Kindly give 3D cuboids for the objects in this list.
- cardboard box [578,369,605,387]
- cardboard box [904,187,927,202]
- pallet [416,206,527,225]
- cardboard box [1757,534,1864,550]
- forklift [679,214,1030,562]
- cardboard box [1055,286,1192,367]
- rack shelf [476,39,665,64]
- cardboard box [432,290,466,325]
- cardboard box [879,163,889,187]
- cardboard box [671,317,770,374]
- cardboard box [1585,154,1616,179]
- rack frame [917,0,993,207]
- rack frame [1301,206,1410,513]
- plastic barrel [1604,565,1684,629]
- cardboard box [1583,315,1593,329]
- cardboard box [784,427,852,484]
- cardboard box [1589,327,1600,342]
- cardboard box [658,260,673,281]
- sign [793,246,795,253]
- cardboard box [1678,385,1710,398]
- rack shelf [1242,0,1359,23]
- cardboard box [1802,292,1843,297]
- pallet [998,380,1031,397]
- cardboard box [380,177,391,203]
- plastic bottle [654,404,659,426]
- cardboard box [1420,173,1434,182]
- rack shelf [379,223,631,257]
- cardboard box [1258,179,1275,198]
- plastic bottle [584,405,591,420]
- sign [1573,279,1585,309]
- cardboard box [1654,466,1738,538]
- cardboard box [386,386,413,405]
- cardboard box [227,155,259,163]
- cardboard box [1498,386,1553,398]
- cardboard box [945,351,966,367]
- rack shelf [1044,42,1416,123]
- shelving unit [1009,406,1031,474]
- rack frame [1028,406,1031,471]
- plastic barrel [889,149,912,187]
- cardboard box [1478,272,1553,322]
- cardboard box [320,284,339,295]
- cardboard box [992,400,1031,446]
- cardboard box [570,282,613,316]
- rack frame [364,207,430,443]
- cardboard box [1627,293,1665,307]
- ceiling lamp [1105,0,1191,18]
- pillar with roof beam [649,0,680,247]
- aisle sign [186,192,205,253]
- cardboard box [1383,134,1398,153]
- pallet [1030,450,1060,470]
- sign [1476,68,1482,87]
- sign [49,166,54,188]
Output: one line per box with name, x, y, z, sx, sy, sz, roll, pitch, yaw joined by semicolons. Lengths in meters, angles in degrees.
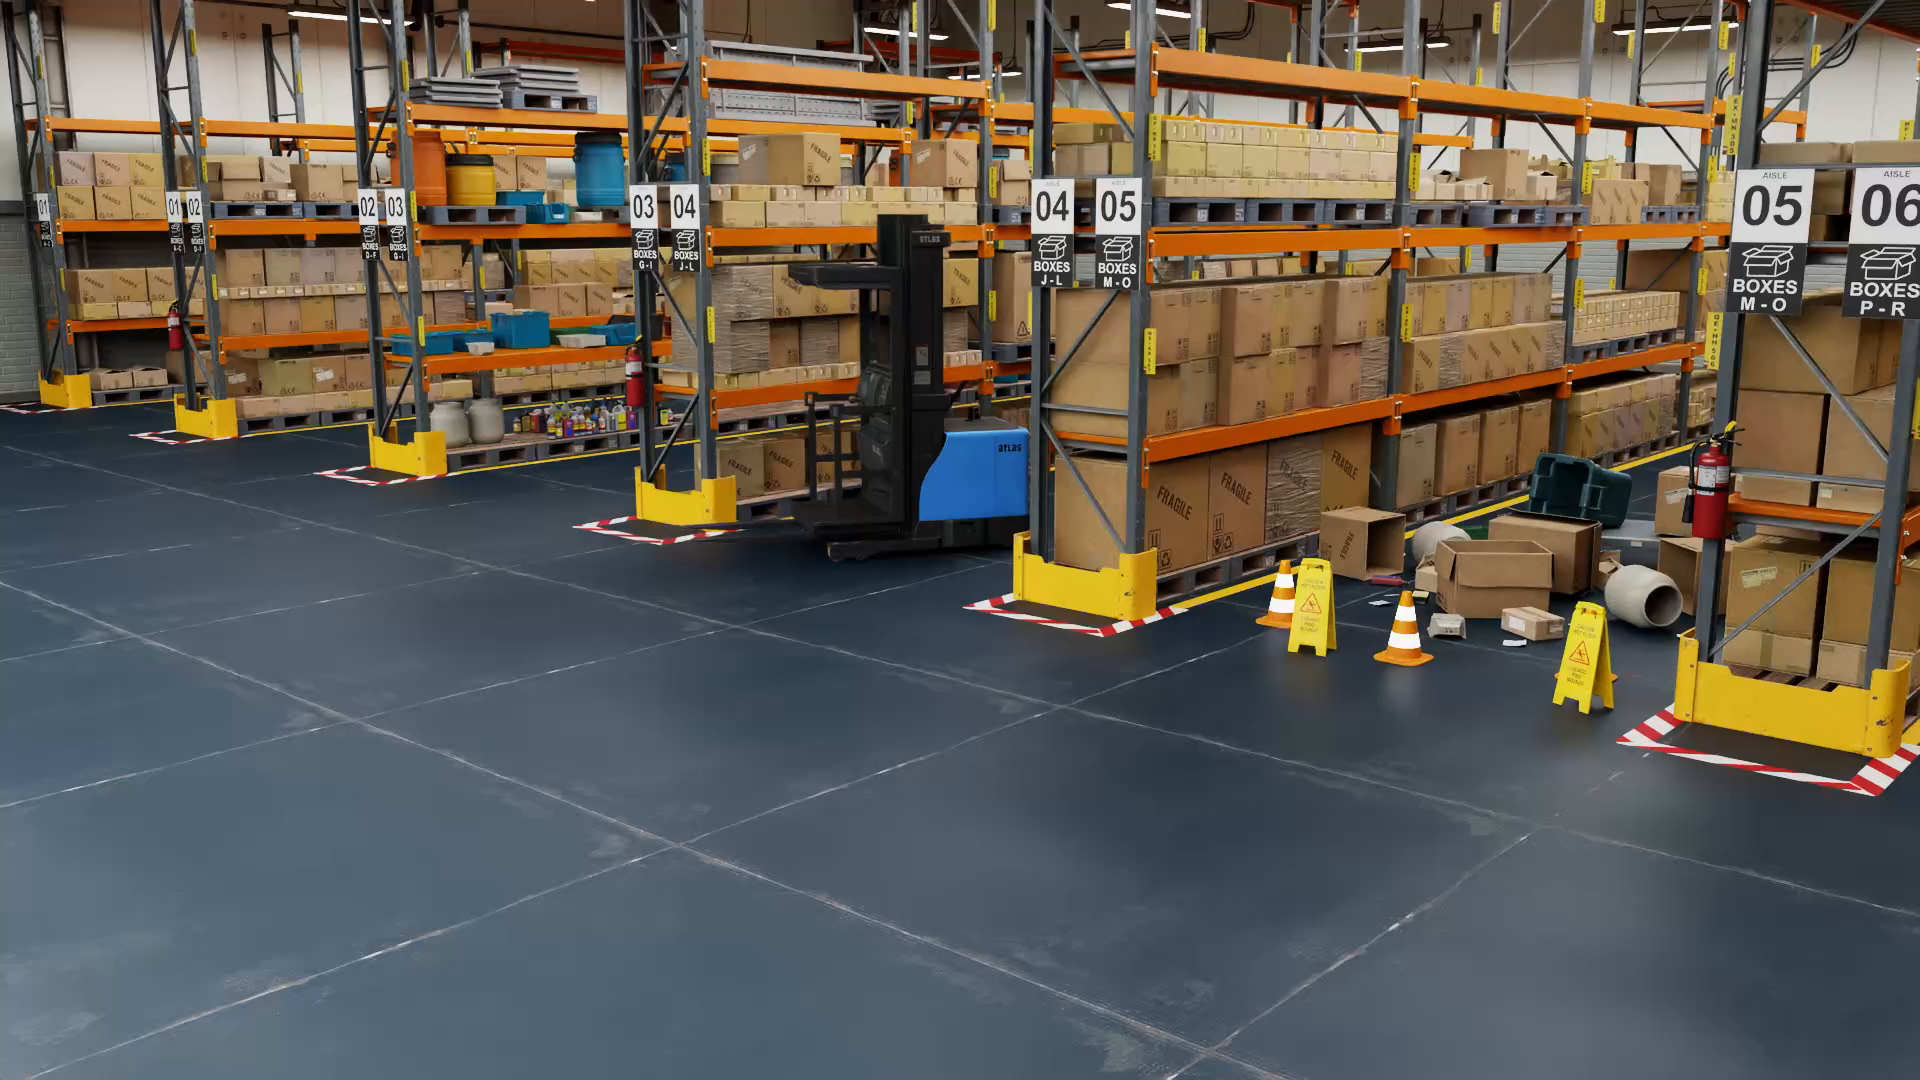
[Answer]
cardboard box;-6.033;-2.609;26.603;0.500;0.250;0.500;10;15;41
cardboard box;-0.567;-3.605;17.346;0.380;0.149;0.250;9;15;39
pallet;-5.802;-3.756;19.220;1.003;0.211;1.213;10;15;40
cardboard box;5.418;0.199;10.628;0.500;0.500;0.500;11;15;42
forklift;-0.939;-1.365;14.599;3.031;2.935;1.130;-4;12;-17
cardboard box;1.232;-1.625;12.586;0.875;0.550;0.550;10;15;40
rack shelf;-7.263;-9.239;31.886;1.077;0.370;4.000;10;15;40
cardboard box;-7.788;-3.481;24.764;0.700;0.500;0.500;9;15;39
cardboard box;-1.490;-6.817;31.256;0.700;0.500;0.500;10;15;40
cardboard box;-2.318;-1.900;16.091;0.875;0.500;0.500;10;15;40
cardboard box;7.053;-4.144;18.471;0.396;0.266;0.258;10;15;40
rack frame;-0.061;-5.158;18.102;1.000;3.000;0.127;10;15;40
rack frame;3.598;-1.560;15.404;1.000;3.000;0.127;10;15;40
plastic barrel;4.969;0.417;12.082;0.421;0.421;0.512;-2;11;-9
cardboard box;6.886;-2.463;18.732;0.380;0.149;0.250;11;16;43
cardboard box;-1.480;-0.880;17.307;0.500;0.500;0.500;-10;15;-42
cardboard box;7.040;-2.351;18.930;0.380;0.149;0.250;11;16;43
cardboard box;-6.058;-5.419;33.657;0.500;0.500;0.500;9;15;39
sign;-3.715;-6.439;37.419;0.100;0.325;0.005;10;15;40
cardboard box;9.773;-1.979;22.186;0.380;0.149;0.250;9;15;39
rack shelf;3.900;-7.318;22.266;1.077;0.370;4.000;10;15;40
cardboard box;5.515;-1.297;10.519;0.700;0.500;0.500;10;15;40
pallet;0.959;-2.558;27.520;1.003;0.211;1.213;10;15;40
cardboard box;-9.988;-6.115;29.223;0.500;0.500;0.500;9;14;38
plastic bottle;-3.990;-1.642;21.451;0.144;0.351;0.185;9;15;39
cardboard box;4.248;-3.423;16.126;0.500;0.250;0.500;10;15;40
rack shelf;-5.102;-3.681;20.199;1.077;0.370;4.000;10;15;40
cardboard box;2.258;-2.769;13.112;0.380;0.149;0.250;10;15;40
plastic bottle;-4.820;-1.615;21.522;0.097;0.271;0.097;0;11;0
sign;6.658;-2.645;17.880;0.100;0.325;0.005;10;15;40
cardboard box;6.026;-0.307;13.575;0.500;0.500;0.500;10;15;40
cardboard box;-8.298;-2.111;24.110;0.500;0.250;0.500;10;15;40
cardboard box;-11.706;-5.967;26.948;0.500;0.500;0.500;11;16;43
cardboard box;6.493;-1.631;19.154;0.500;0.250;0.500;9;15;39
cardboard box;-0.154;-1.988;18.187;0.380;0.149;0.250;10;15;40
rack shelf;2.278;-3.659;13.453;1.077;0.370;4.000;10;15;40
shelving unit;0.580;-0.623;15.305;0.189;1.200;0.258;-4;12;-17
rack frame;0.667;-0.628;15.332;0.006;1.200;0.240;-4;12;-17
plastic barrel;-0.764;-5.416;24.881;0.600;0.830;0.708;10;15;40
cardboard box;5.935;-2.624;17.919;0.700;0.500;0.500;10;15;40
cardboard box;-8.871;-3.496;23.185;0.380;0.149;0.250;10;15;40
cardboard box;0.689;-1.362;19.669;0.700;0.500;0.500;10;15;40
cardboard box;-5.955;-3.886;26.795;0.500;0.500;0.500;9;14;37
rack frame;-6.422;-2.268;18.949;1.000;3.000;0.127;10;15;40
cardboard box;8.412;-2.950;20.413;0.380;0.149;0.250;9;15;39
ceiling lamp;3.051;-9.354;24.203;0.800;3.185;2.000;10;15;40
pillar with roof beam;-2.896;-7.915;31.903;9.100;9.000;0.548;10;15;40
aisle sign;-9.954;-4.135;21.657;0.394;0.787;0.004;10;15;40
cardboard box;3.596;-3.459;14.530;0.380;0.149;0.250;10;15;40
pallet;0.452;-0.964;19.537;1.003;0.211;1.213;10;15;40
sign;8.258;-7.349;26.480;0.100;0.325;0.005;10;15;40
sign;-13.456;-5.379;24.632;0.100;0.325;0.005;10;15;40
